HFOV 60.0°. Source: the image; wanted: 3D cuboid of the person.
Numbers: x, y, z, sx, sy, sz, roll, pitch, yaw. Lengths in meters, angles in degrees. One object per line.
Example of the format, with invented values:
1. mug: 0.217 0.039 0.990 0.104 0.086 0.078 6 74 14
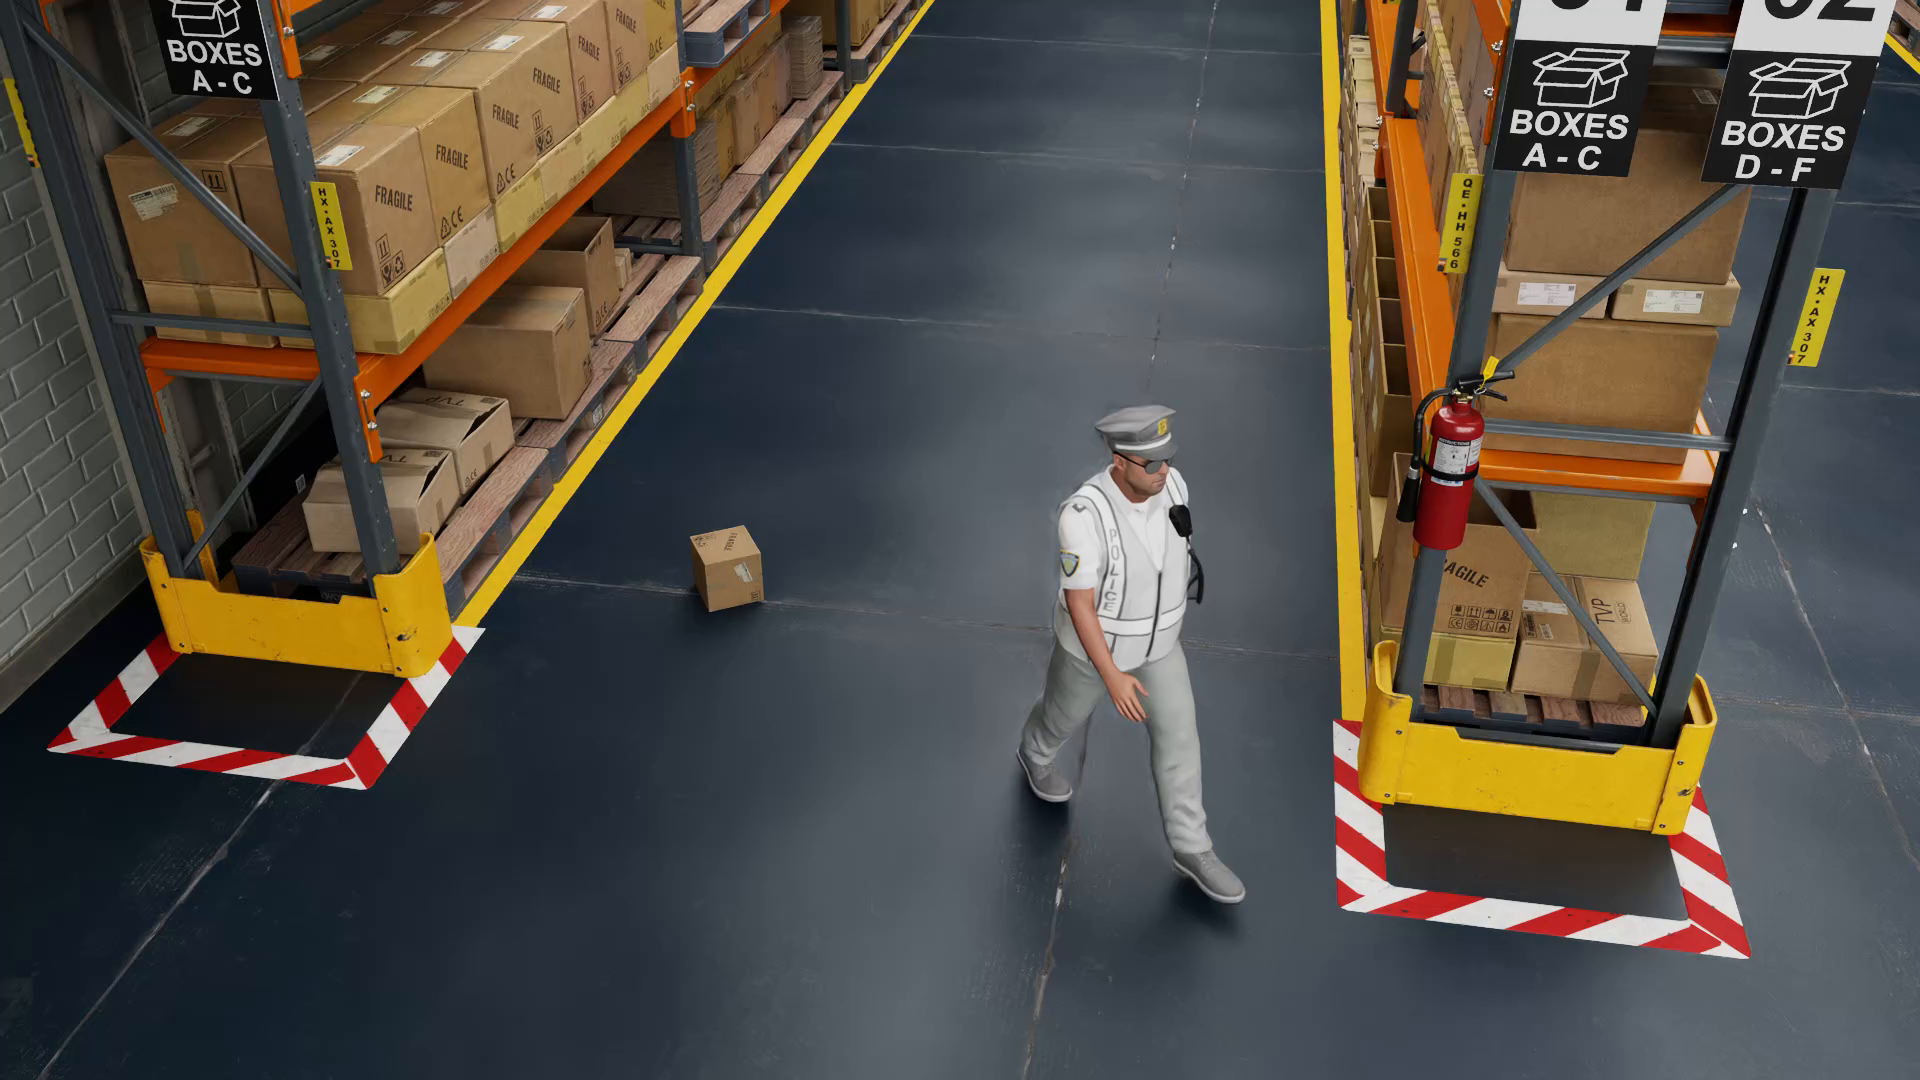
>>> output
1. person: 0.580 0.337 5.563 0.537 1.698 1.073 -16 36 -24
